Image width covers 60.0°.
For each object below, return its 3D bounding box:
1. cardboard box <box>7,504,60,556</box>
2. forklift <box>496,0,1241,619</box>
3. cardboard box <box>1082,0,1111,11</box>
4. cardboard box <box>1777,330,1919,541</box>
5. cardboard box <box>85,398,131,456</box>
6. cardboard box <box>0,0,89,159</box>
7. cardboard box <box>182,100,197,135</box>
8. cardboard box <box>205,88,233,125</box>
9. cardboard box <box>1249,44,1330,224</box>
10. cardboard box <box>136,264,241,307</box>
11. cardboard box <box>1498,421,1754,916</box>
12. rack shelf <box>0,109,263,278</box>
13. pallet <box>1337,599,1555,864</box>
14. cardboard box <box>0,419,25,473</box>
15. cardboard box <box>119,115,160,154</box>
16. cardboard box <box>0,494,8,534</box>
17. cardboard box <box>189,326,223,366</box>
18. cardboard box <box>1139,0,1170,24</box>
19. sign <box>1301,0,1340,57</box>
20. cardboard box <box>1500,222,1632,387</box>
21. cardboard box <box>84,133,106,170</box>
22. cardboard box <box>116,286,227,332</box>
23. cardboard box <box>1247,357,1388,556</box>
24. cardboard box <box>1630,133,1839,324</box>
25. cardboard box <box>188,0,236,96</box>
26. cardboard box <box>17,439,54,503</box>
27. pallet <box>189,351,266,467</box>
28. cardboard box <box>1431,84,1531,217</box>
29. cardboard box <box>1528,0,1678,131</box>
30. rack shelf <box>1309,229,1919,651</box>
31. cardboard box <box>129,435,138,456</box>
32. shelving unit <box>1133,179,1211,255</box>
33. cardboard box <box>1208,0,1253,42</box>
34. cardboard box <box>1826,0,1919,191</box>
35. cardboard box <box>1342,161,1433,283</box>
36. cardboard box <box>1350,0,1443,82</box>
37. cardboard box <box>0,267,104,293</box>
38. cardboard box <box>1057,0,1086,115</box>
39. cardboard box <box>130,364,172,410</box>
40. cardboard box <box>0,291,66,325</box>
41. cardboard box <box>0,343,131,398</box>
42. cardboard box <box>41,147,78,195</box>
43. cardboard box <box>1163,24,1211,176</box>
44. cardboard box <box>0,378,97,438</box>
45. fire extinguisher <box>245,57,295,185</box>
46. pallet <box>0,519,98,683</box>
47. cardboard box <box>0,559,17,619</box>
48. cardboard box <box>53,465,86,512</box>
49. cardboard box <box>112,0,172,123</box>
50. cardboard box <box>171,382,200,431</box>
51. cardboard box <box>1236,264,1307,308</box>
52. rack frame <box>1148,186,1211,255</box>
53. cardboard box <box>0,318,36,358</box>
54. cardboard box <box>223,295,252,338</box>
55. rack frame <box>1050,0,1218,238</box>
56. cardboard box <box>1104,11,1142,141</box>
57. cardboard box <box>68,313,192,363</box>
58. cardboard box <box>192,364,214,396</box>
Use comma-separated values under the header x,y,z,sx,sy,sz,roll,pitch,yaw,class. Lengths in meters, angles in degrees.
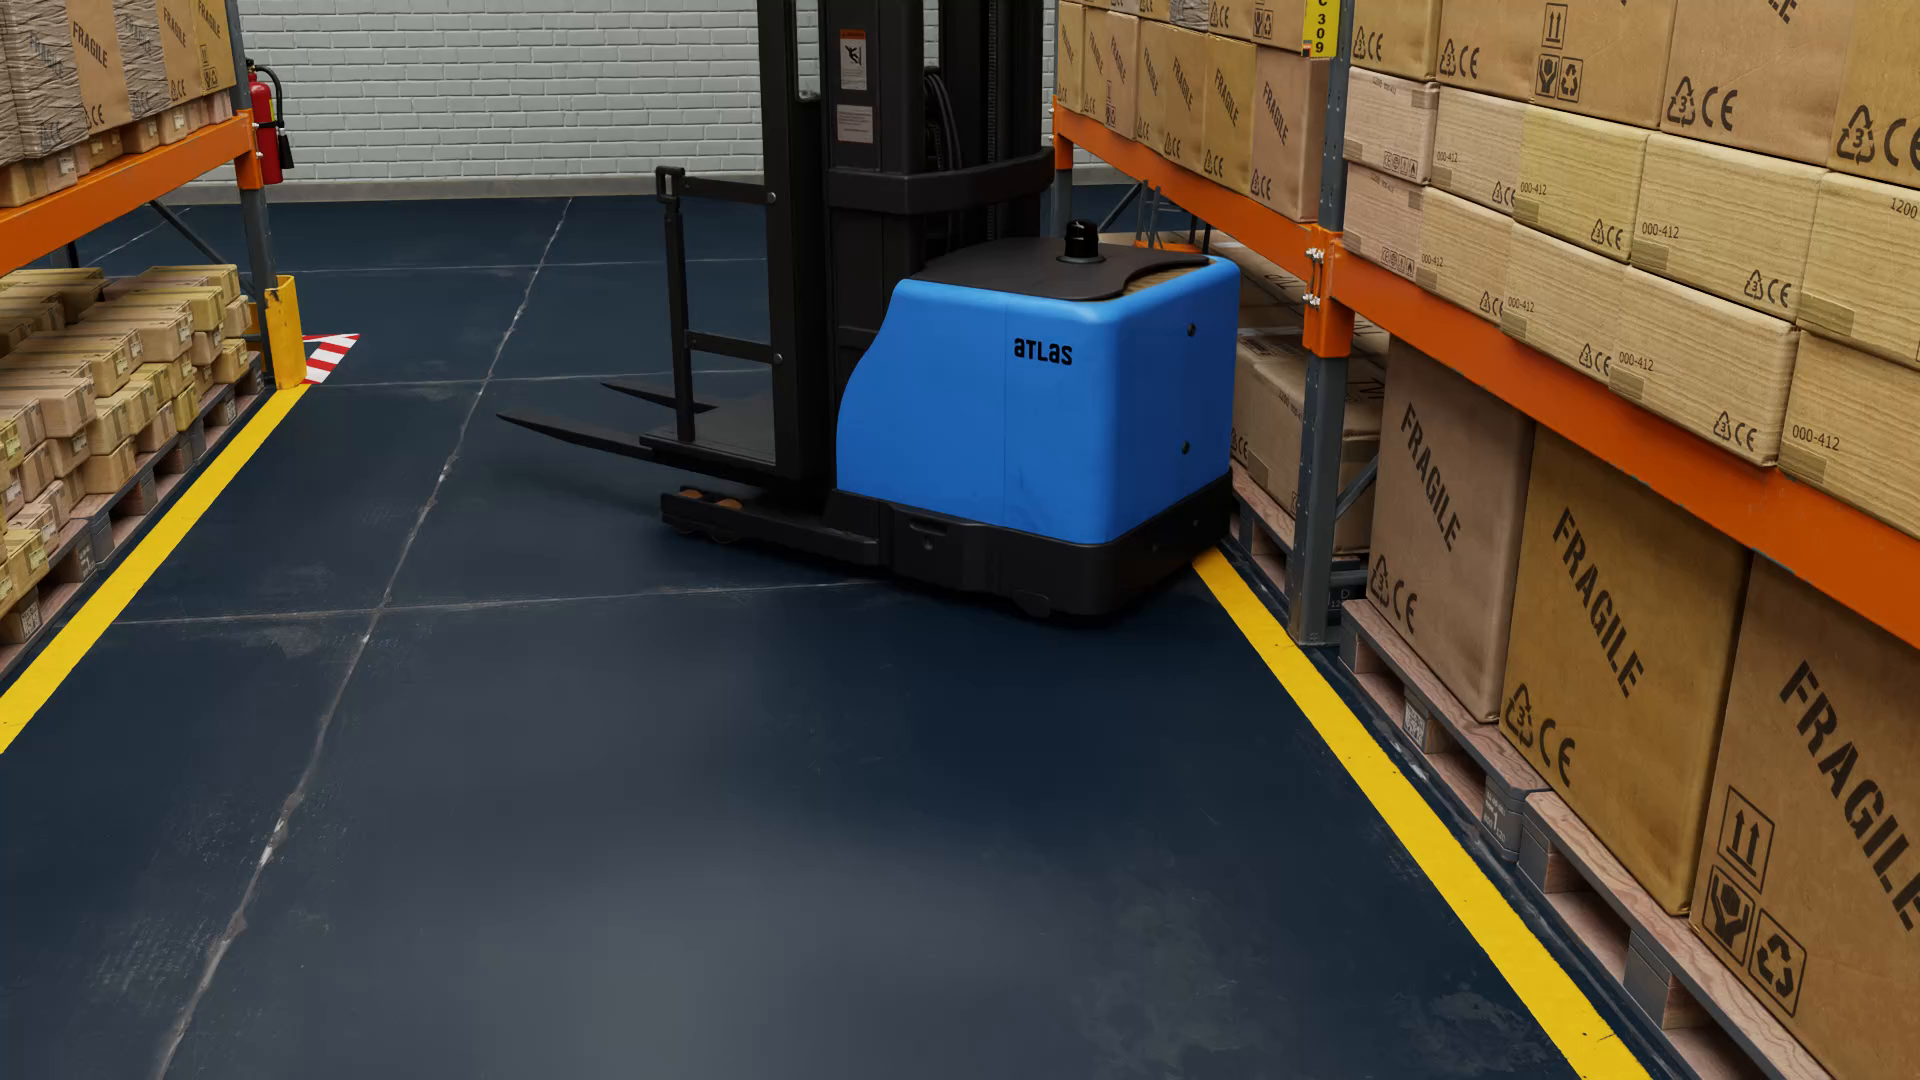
x,y,z,sx,sy,sz,roll,pitch,yaw,class
-3.181,0.001,5.401,0.380,0.149,0.250,-3,21,-8,cardboard box
-0.518,-1.496,6.032,3.031,2.935,1.130,13,24,32,forklift
0.855,-2.646,7.441,0.500,0.500,0.500,-3,21,-9,cardboard box
1.664,-0.163,2.579,0.500,0.250,0.500,-3,21,-8,cardboard box
-3.278,-0.409,6.072,0.380,0.149,0.250,-3,21,-8,cardboard box
-3.258,-1.538,5.478,0.500,0.500,0.500,-3,21,-9,cardboard box
-3.521,-1.815,7.147,0.380,0.149,0.250,-3,21,-8,cardboard box
-3.570,-1.989,7.613,0.380,0.149,0.250,-3,21,-8,cardboard box
1.243,-1.299,5.265,0.500,0.500,0.500,-3,21,-7,cardboard box
-3.570,-1.174,7.698,0.380,0.149,0.250,-3,21,-7,cardboard box
1.870,0.217,3.785,0.875,0.875,0.875,-2,21,-6,cardboard box
-3.609,-1.176,6.105,1.077,0.370,4.000,-3,21,-8,rack shelf
1.749,0.465,4.670,1.003,0.211,1.213,-3,21,-8,pallet
-3.231,-0.273,5.285,0.380,0.149,0.250,-3,21,-9,cardboard box
-3.452,-1.635,6.665,0.380,0.149,0.250,-4,21,-10,cardboard box
-3.181,-0.045,5.100,0.380,0.149,0.250,-3,21,-7,cardboard box
-3.462,-0.857,7.274,0.380,0.149,0.250,-4,21,-10,cardboard box
1.010,-2.295,6.503,0.500,0.500,0.500,-3,21,-8,cardboard box
1.014,-1.519,4.645,0.100,0.325,0.005,-3,21,-8,sign
1.500,-0.512,3.513,0.500,0.250,0.500,-3,21,-8,cardboard box
-3.417,-1.447,6.163,0.380,0.149,0.250,-3,21,-7,cardboard box
-3.428,-1.001,7.234,0.380,0.149,0.250,-3,21,-9,cardboard box
1.579,-0.324,5.858,0.875,0.438,0.875,-3,21,-9,cardboard box
1.572,-0.572,2.960,0.500,0.250,0.500,-4,21,-9,cardboard box
-3.578,-2.249,7.382,0.500,0.500,0.500,-2,21,-7,cardboard box
-3.288,-0.222,5.572,0.380,0.149,0.250,-4,21,-11,cardboard box
-3.804,-0.589,7.493,1.003,0.211,1.213,-3,21,-8,pallet
1.451,-0.923,3.900,0.500,0.250,0.500,-3,21,-7,cardboard box
1.513,-1.105,3.315,0.500,0.500,0.500,-3,21,-9,cardboard box
1.852,-0.075,3.159,1.077,0.370,4.000,-3,21,-8,rack shelf
-3.396,-0.358,6.362,0.380,0.149,0.250,-2,21,-6,cardboard box
0.794,-0.813,6.644,0.258,1.200,0.189,2,20,-11,shelving unit
1.157,-1.946,5.566,0.500,0.500,0.500,-3,21,-9,cardboard box
1.659,-0.750,2.366,0.500,0.500,0.500,-3,21,-8,cardboard box
1.365,-0.869,4.470,0.500,0.250,0.500,-3,21,-9,cardboard box
1.342,-1.453,4.248,0.500,0.500,0.500,-3,21,-7,cardboard box
-4.158,-1.146,7.623,0.380,0.149,0.250,-4,21,-10,cardboard box
0.772,-2.356,8.094,0.500,0.500,0.500,-3,21,-8,cardboard box
-3.356,-0.589,6.556,0.380,0.149,0.250,-2,21,-5,cardboard box
-4.089,-0.963,7.132,0.380,0.149,0.250,-3,21,-8,cardboard box
-3.365,-0.632,6.246,0.380,0.149,0.250,-3,21,-7,cardboard box
-3.275,-1.271,5.690,0.380,0.149,0.250,-2,21,-5,cardboard box
1.077,-1.651,6.205,0.500,0.500,0.500,-3,21,-9,cardboard box
-3.247,-0.455,5.770,0.380,0.149,0.250,-2,21,-7,cardboard box
-3.477,-2.105,8.208,0.296,0.674,0.183,-3,21,-8,fire extinguisher
-3.452,0.255,5.231,1.003,0.211,1.213,-3,21,-8,pallet
-3.055,0.176,4.931,0.380,0.149,0.250,-4,21,-10,cardboard box
-3.340,-0.176,5.875,0.380,0.149,0.250,-4,21,-10,cardboard box
-3.426,-1.895,6.435,0.500,0.500,0.500,-3,21,-8,cardboard box
-3.377,-0.545,6.862,0.380,0.149,0.250,-4,21,-10,cardboard box
1.321,-0.946,7.524,0.875,0.438,0.875,-2,21,-6,cardboard box
0.809,-0.782,6.559,0.240,1.200,0.006,2,20,-11,rack frame
-3.941,-0.785,6.655,0.380,0.149,0.250,-2,21,-6,cardboard box
-3.539,-1.037,7.756,0.380,0.149,0.250,-3,21,-9,cardboard box
0.987,-2.490,8.595,1.000,3.000,0.127,-3,21,-8,rack frame
0.928,-2.005,7.155,0.500,0.500,0.500,-3,21,-8,cardboard box
-3.359,-0.818,6.744,0.380,0.149,0.250,-2,21,-6,cardboard box
-3.525,-0.715,7.317,0.380,0.149,0.250,-3,21,-8,cardboard box
